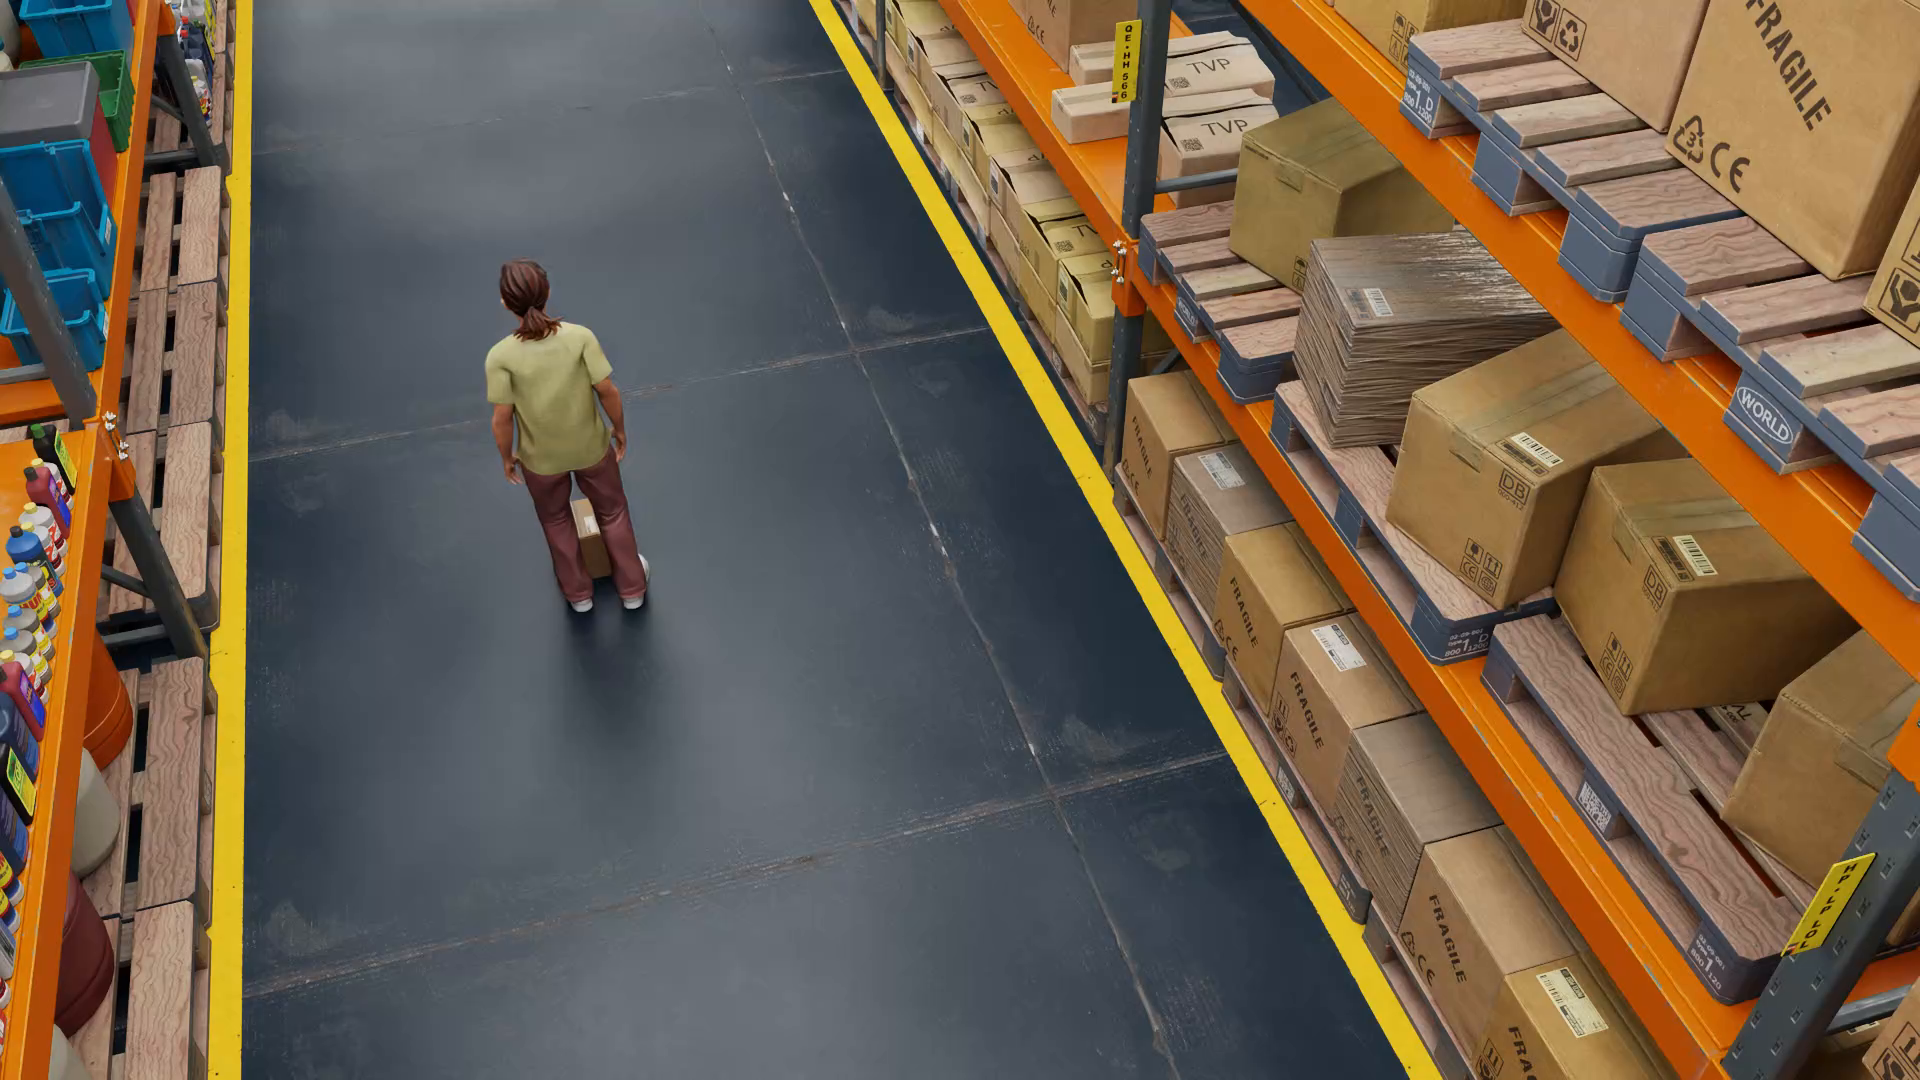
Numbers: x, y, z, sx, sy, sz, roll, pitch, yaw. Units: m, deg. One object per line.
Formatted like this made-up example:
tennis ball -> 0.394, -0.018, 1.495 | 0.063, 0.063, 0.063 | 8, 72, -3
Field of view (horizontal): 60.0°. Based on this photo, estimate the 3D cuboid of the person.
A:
person -> -1.569, -0.381, 6.580 | 0.511, 1.671, 0.416 | -14, 44, -15
